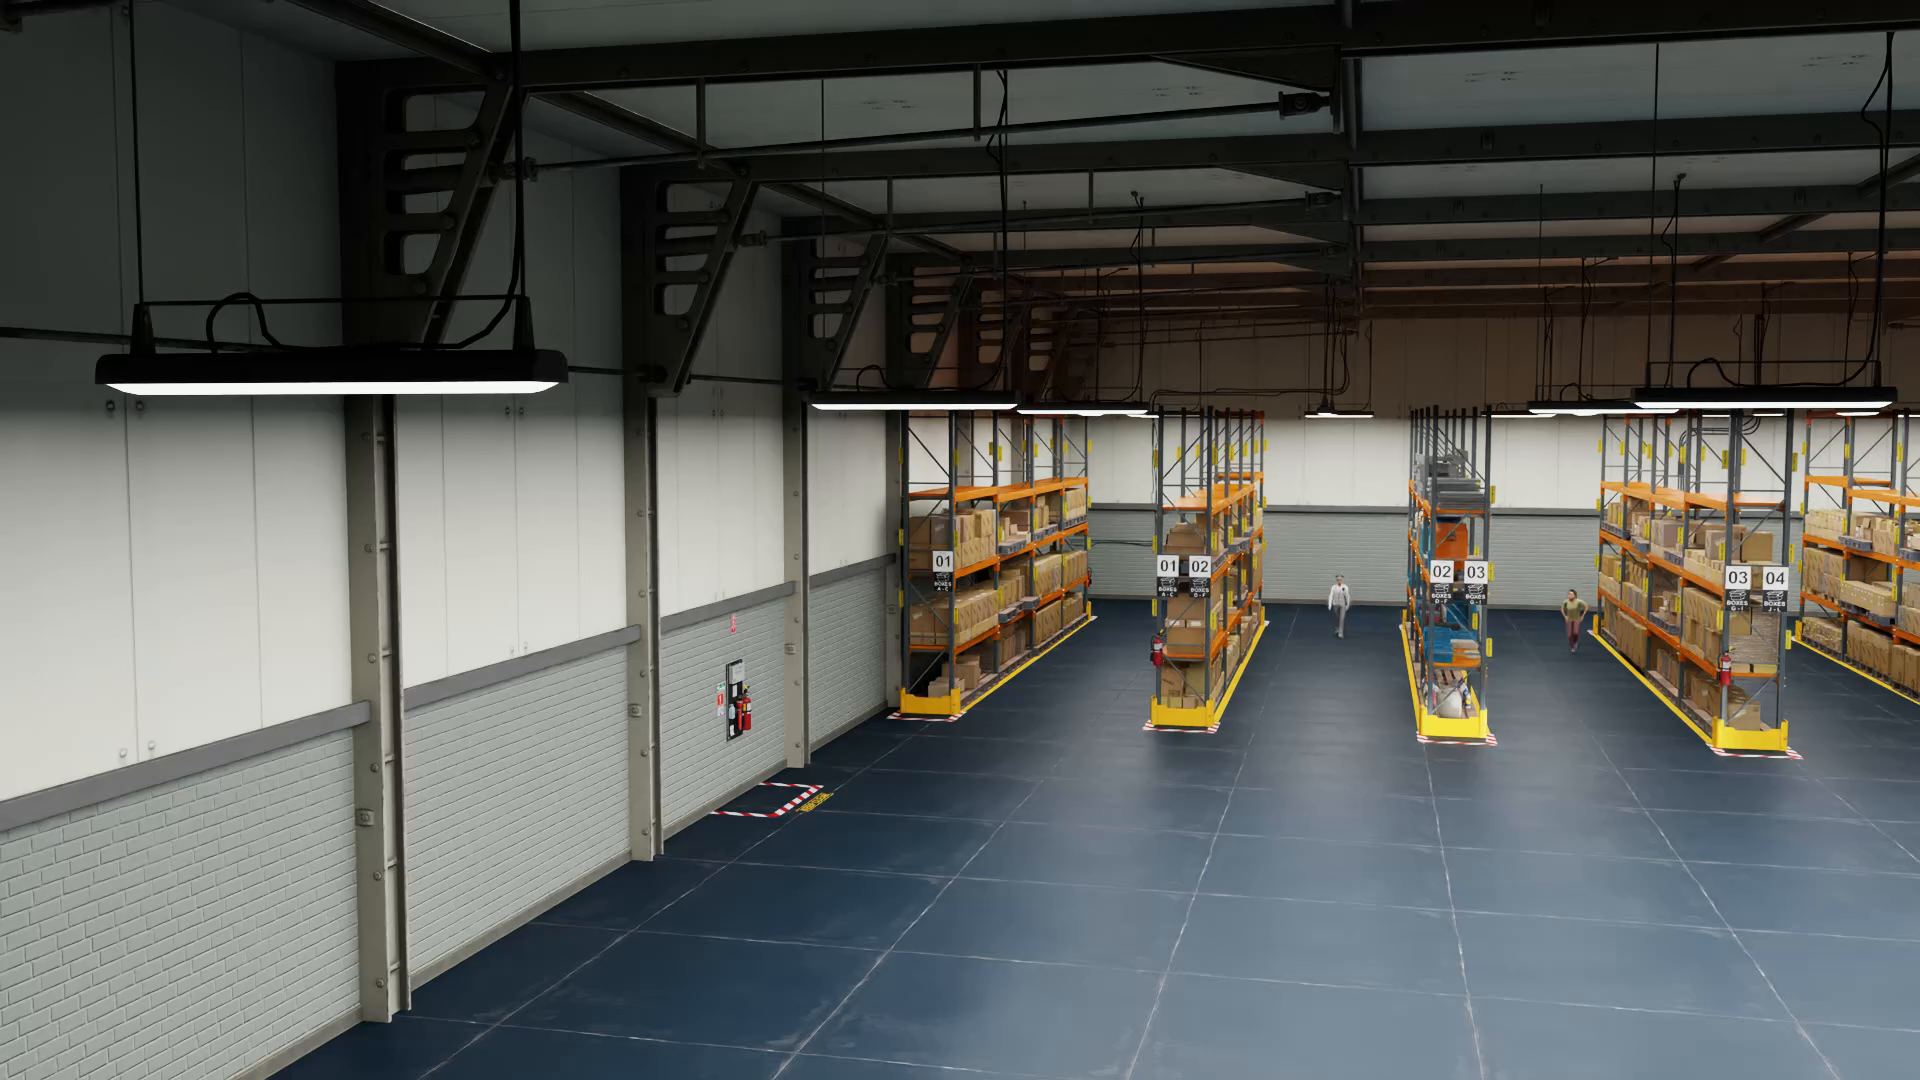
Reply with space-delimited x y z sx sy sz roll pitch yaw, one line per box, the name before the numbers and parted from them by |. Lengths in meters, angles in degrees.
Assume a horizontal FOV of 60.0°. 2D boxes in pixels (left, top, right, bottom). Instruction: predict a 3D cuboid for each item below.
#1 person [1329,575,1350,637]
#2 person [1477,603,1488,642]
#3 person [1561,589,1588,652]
person | 10.062 1.721 44.108 0.545 1.614 1.034 1 4 16
person | 13.451 1.808 43.187 0.527 1.612 1.082 1 4 10
person | 15.176 1.992 41.068 0.626 1.579 0.674 2 5 26
